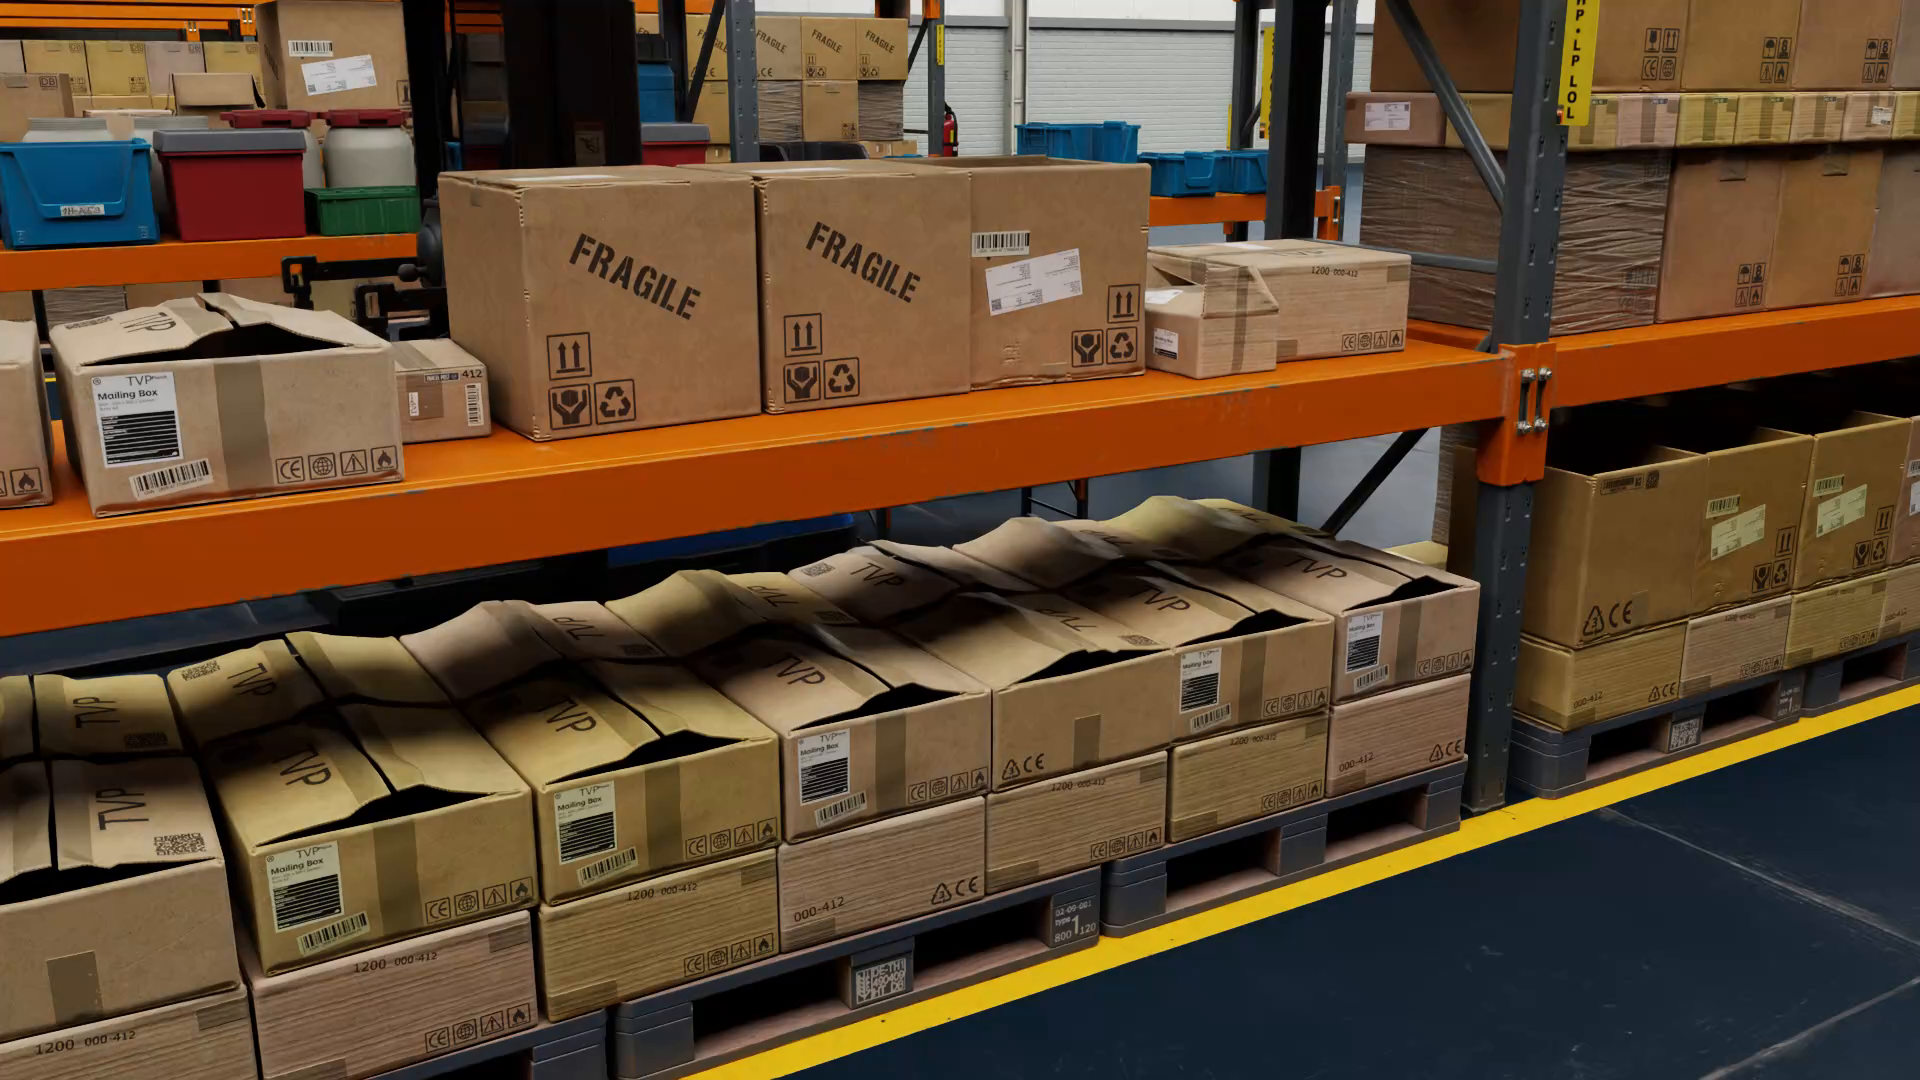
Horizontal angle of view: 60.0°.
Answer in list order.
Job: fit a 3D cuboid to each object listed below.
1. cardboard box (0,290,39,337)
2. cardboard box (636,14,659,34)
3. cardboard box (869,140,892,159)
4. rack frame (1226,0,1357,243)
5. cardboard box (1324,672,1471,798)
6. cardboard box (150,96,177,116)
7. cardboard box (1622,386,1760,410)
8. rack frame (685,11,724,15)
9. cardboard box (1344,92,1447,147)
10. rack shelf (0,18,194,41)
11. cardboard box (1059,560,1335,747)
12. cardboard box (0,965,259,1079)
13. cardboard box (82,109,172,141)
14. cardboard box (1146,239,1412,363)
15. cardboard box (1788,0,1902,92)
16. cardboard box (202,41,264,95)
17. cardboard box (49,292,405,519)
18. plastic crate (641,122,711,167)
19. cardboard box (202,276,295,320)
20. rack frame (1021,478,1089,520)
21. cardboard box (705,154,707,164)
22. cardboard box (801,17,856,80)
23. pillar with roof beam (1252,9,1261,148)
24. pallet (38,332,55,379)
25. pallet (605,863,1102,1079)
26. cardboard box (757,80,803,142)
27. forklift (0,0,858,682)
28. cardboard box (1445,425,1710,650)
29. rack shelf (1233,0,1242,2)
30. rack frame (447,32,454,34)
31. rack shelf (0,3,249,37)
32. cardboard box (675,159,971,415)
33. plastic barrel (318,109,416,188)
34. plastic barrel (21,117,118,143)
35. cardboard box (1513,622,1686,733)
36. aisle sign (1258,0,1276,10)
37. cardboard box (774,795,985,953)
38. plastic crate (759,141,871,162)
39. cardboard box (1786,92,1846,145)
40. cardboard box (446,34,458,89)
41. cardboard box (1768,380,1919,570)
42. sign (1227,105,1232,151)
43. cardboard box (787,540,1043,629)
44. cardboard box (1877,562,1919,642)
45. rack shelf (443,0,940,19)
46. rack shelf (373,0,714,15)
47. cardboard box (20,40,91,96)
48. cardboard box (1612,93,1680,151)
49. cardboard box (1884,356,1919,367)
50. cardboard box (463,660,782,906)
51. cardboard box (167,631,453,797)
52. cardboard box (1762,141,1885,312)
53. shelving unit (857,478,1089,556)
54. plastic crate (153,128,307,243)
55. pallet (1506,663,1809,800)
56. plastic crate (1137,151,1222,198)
[{"bbox_3d":[-6.731,-1.637,11.508,0.500,0.500,0.700,-10,19,-33],"label":"cardboard box"},{"bbox_3d":[-2.492,-3.903,13.186,0.500,0.500,0.500,-9,18,-30],"label":"cardboard box"},{"bbox_3d":[-0.790,-3.400,14.447,0.250,0.149,0.380,-9,18,-30],"label":"cardboard box"},{"bbox_3d":[2.114,-2.497,10.760,0.127,3.000,1.000,-9,18,-30],"label":"rack frame"},{"bbox_3d":[1.027,0.452,4.556,0.500,0.250,0.500,-9,18,-30],"label":"cardboard box"},{"bbox_3d":[-7.509,-4.022,16.014,0.500,0.500,0.500,-9,18,-29],"label":"cardboard box"},{"bbox_3d":[2.379,-0.286,5.799,0.500,0.500,0.500,-9,18,-30],"label":"cardboard box"},{"bbox_3d":[-2.905,-4.804,18.992,0.127,3.000,1.000,-9,18,-30],"label":"rack frame"},{"bbox_3d":[1.356,-1.242,4.897,0.250,0.149,0.380,-9,18,-30],"label":"cardboard box"},{"bbox_3d":[-13.243,-7.347,23.839,4.000,0.370,1.077,-9,18,-30],"label":"rack shelf"},{"bbox_3d":[0.591,0.254,4.224,0.500,0.311,0.500,-9,18,-28],"label":"cardboard box"},{"bbox_3d":[-1.596,0.879,3.034,0.500,0.250,0.500,-9,18,-30],"label":"cardboard box"},{"bbox_3d":[-5.739,-2.841,11.486,0.500,0.250,0.500,-10,18,-31],"label":"cardboard box"},{"bbox_3d":[0.833,-0.644,4.426,0.500,0.250,0.500,-8,18,-26],"label":"cardboard box"},{"bbox_3d":[2.472,-1.670,5.222,0.500,0.500,0.700,-9,18,-30],"label":"cardboard box"},{"bbox_3d":[-7.196,-4.636,16.352,0.500,0.500,0.700,-10,18,-31],"label":"cardboard box"},{"bbox_3d":[-1.330,-0.275,2.998,0.500,0.311,0.500,-9,18,-30],"label":"cardboard box"},{"bbox_3d":[-1.572,-1.834,8.275,0.583,0.464,0.402,-9,18,-30],"label":"plastic crate"},{"bbox_3d":[-5.301,-1.875,12.357,0.500,0.500,0.700,-11,19,-34],"label":"cardboard box"},{"bbox_3d":[0.430,-0.611,7.507,0.032,1.125,0.500,-9,18,-30],"label":"rack frame"},{"bbox_3d":[-2.248,-3.138,13.512,0.250,0.149,0.380,-9,18,-30],"label":"cardboard box"},{"bbox_3d":[-1.207,-4.111,13.930,0.500,0.500,0.500,-9,18,-30],"label":"cardboard box"},{"bbox_3d":[8.485,-11.590,32.084,0.400,9.000,9.100,-9,18,-30],"label":"pillar with roof beam"},{"bbox_3d":[-6.624,-1.296,11.644,1.213,0.211,1.003,-9,18,-30],"label":"pallet"},{"bbox_3d":[-0.426,0.830,4.056,1.213,0.211,1.003,-9,18,-30],"label":"pallet"},{"bbox_3d":[-1.740,-3.607,13.985,0.500,0.500,0.875,-9,18,-30],"label":"cardboard box"},{"bbox_3d":[-1.910,-1.063,5.771,3.031,2.935,1.130,-10,19,-33],"label":"forklift"},{"bbox_3d":[1.792,-0.026,4.871,0.500,0.500,0.500,-9,18,-30],"label":"cardboard box"},{"bbox_3d":[0.399,-3.317,9.460,4.000,0.370,1.077,-9,18,-30],"label":"rack shelf"},{"bbox_3d":[-8.100,-7.084,27.122,0.127,3.000,1.000,-9,18,-30],"label":"rack frame"},{"bbox_3d":[-10.684,-6.200,19.744,4.000,0.370,1.077,-9,18,-30],"label":"rack shelf"},{"bbox_3d":[-0.315,-0.597,3.796,0.500,0.500,0.500,-9,18,-30],"label":"cardboard box"},{"bbox_3d":[-2.877,-1.822,8.101,0.433,0.535,0.433,0,16,0],"label":"plastic barrel"},{"bbox_3d":[-3.972,-1.631,7.464,0.421,0.512,0.421,0,16,0],"label":"plastic barrel"},{"bbox_3d":[1.786,0.333,4.980,0.500,0.250,0.500,-9,18,-30],"label":"cardboard box"},{"bbox_3d":[2.025,-3.826,10.687,0.004,0.787,0.394,-9,18,-30],"label":"aisle sign"},{"bbox_3d":[-0.283,0.664,3.801,0.500,0.250,0.500,-9,18,-29],"label":"cardboard box"},{"bbox_3d":[-0.801,-1.954,8.939,0.504,0.338,0.767,-9,18,-30],"label":"plastic crate"},{"bbox_3d":[2.438,-1.290,5.066,0.250,0.149,0.380,-10,18,-32],"label":"cardboard box"},{"bbox_3d":[-5.588,-4.987,17.366,0.550,0.550,0.875,-9,18,-30],"label":"cardboard box"},{"bbox_3d":[3.076,-0.235,5.617,0.500,0.500,0.500,-9,18,-30],"label":"cardboard box"},{"bbox_3d":[1.834,-2.758,11.179,0.005,0.325,0.100,-9,18,-30],"label":"sign"},{"bbox_3d":[-0.125,0.198,4.424,0.500,0.311,0.500,-10,18,-32],"label":"cardboard box"},{"bbox_3d":[3.074,0.126,5.721,0.500,0.250,0.500,-9,18,-30],"label":"cardboard box"},{"bbox_3d":[-2.151,-4.463,13.548,4.000,0.370,1.077,-9,18,-30],"label":"rack shelf"},{"bbox_3d":[-4.619,-5.624,17.692,4.000,0.370,1.077,-9,18,-30],"label":"rack shelf"},{"bbox_3d":[-8.501,-4.425,15.599,0.500,0.500,0.700,-10,18,-31],"label":"cardboard box"},{"bbox_3d":[1.778,-1.182,4.683,0.250,0.149,0.380,-9,18,-29],"label":"cardboard box"},{"bbox_3d":[3.660,-0.497,6.551,0.500,0.500,0.500,-9,18,-30],"label":"cardboard box"},{"bbox_3d":[-0.711,0.463,3.477,0.500,0.311,0.500,-10,18,-31],"label":"cardboard box"},{"bbox_3d":[-1.432,0.410,3.667,0.500,0.311,0.500,-10,18,-31],"label":"cardboard box"},{"bbox_3d":[2.491,-1.049,5.410,0.500,0.500,0.700,-9,18,-29],"label":"cardboard box"},{"bbox_3d":[-0.006,-0.541,7.255,1.048,1.125,0.538,-9,18,-30],"label":"shelving unit"},{"bbox_3d":[-3.201,-1.569,7.333,0.583,0.464,0.402,-9,18,-30],"label":"plastic crate"},{"bbox_3d":[1.936,0.447,5.422,1.213,0.211,1.003,-9,18,-30],"label":"pallet"},{"bbox_3d":[1.279,-2.198,9.967,0.408,0.251,0.499,-9,18,-30],"label":"plastic crate"}]
